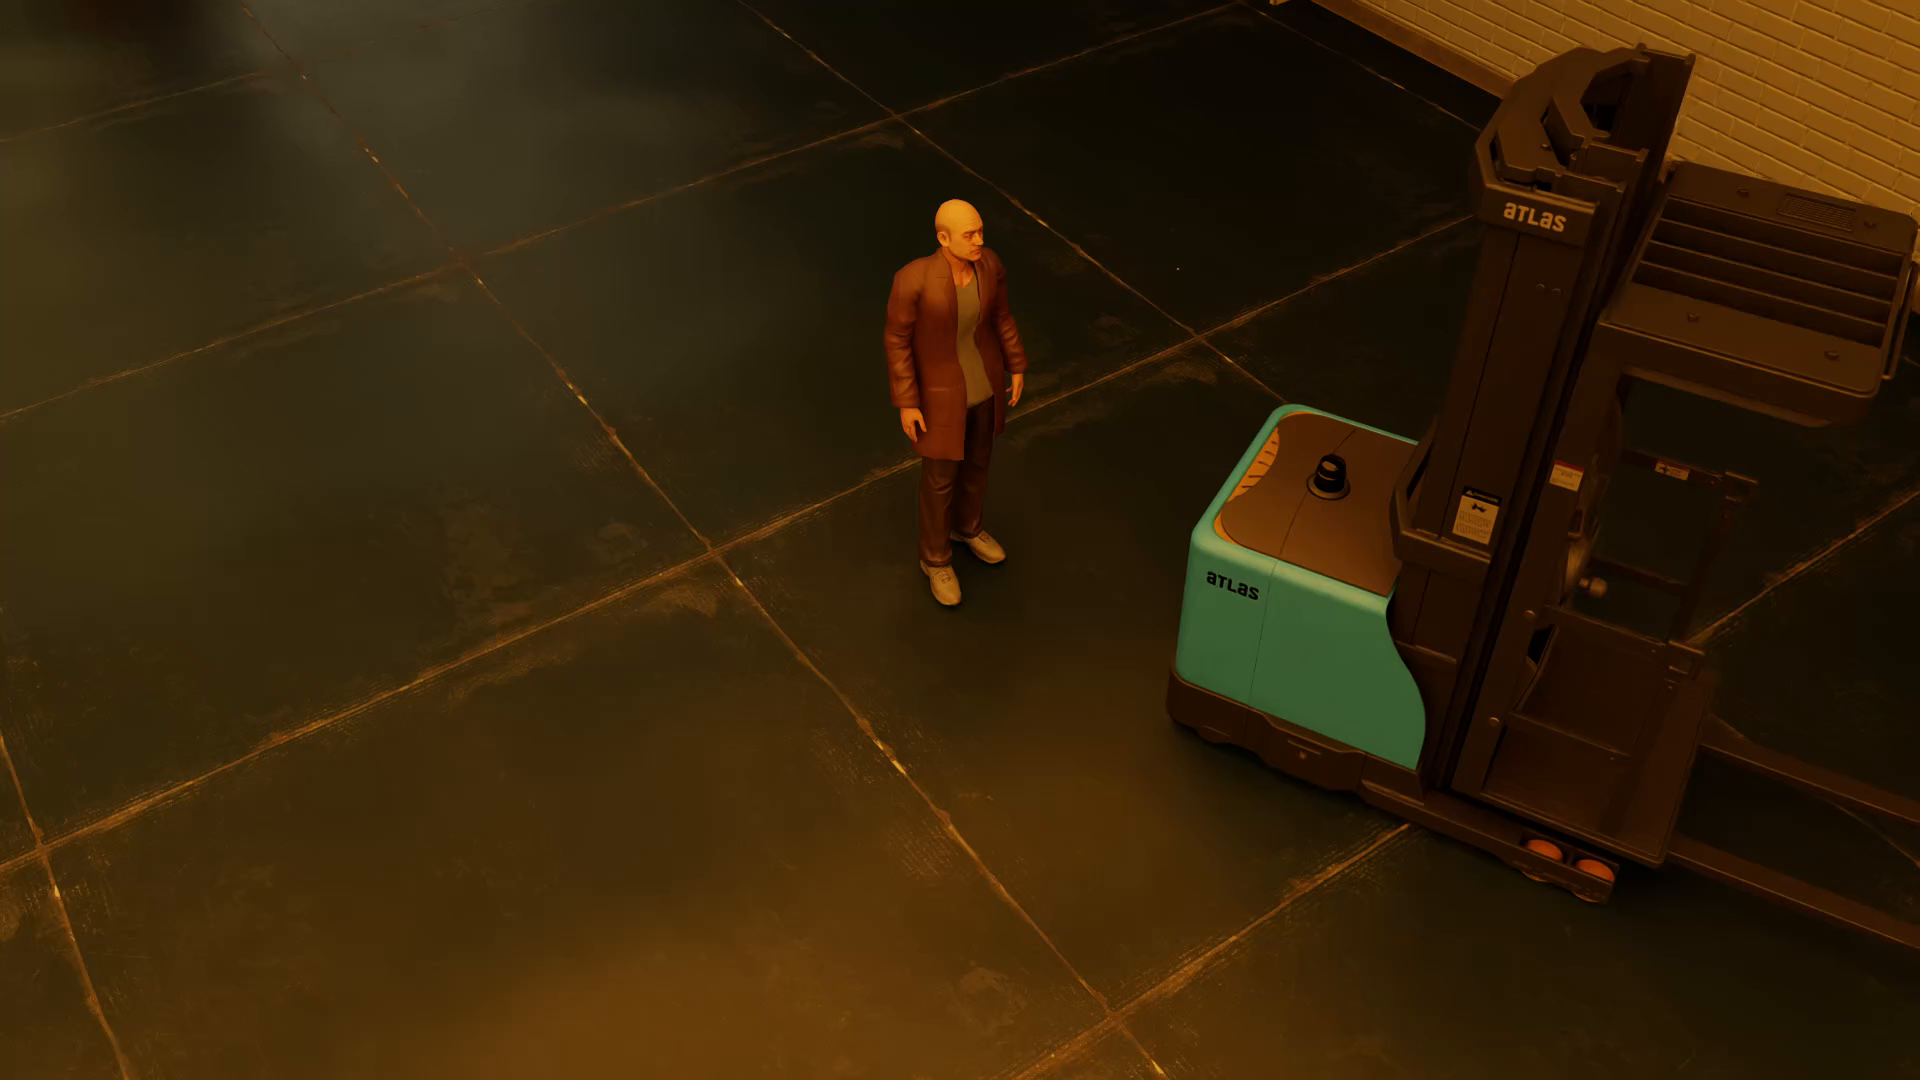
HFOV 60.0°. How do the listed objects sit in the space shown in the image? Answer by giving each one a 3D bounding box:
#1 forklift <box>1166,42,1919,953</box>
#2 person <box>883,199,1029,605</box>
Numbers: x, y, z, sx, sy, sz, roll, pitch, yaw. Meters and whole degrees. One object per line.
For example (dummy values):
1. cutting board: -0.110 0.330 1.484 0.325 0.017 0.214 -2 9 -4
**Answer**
1. forklift: 2.410 -0.107 5.832 3.031 2.935 1.130 21 47 21
2. person: 0.048 -0.607 7.214 0.696 1.776 0.582 -25 48 -25
